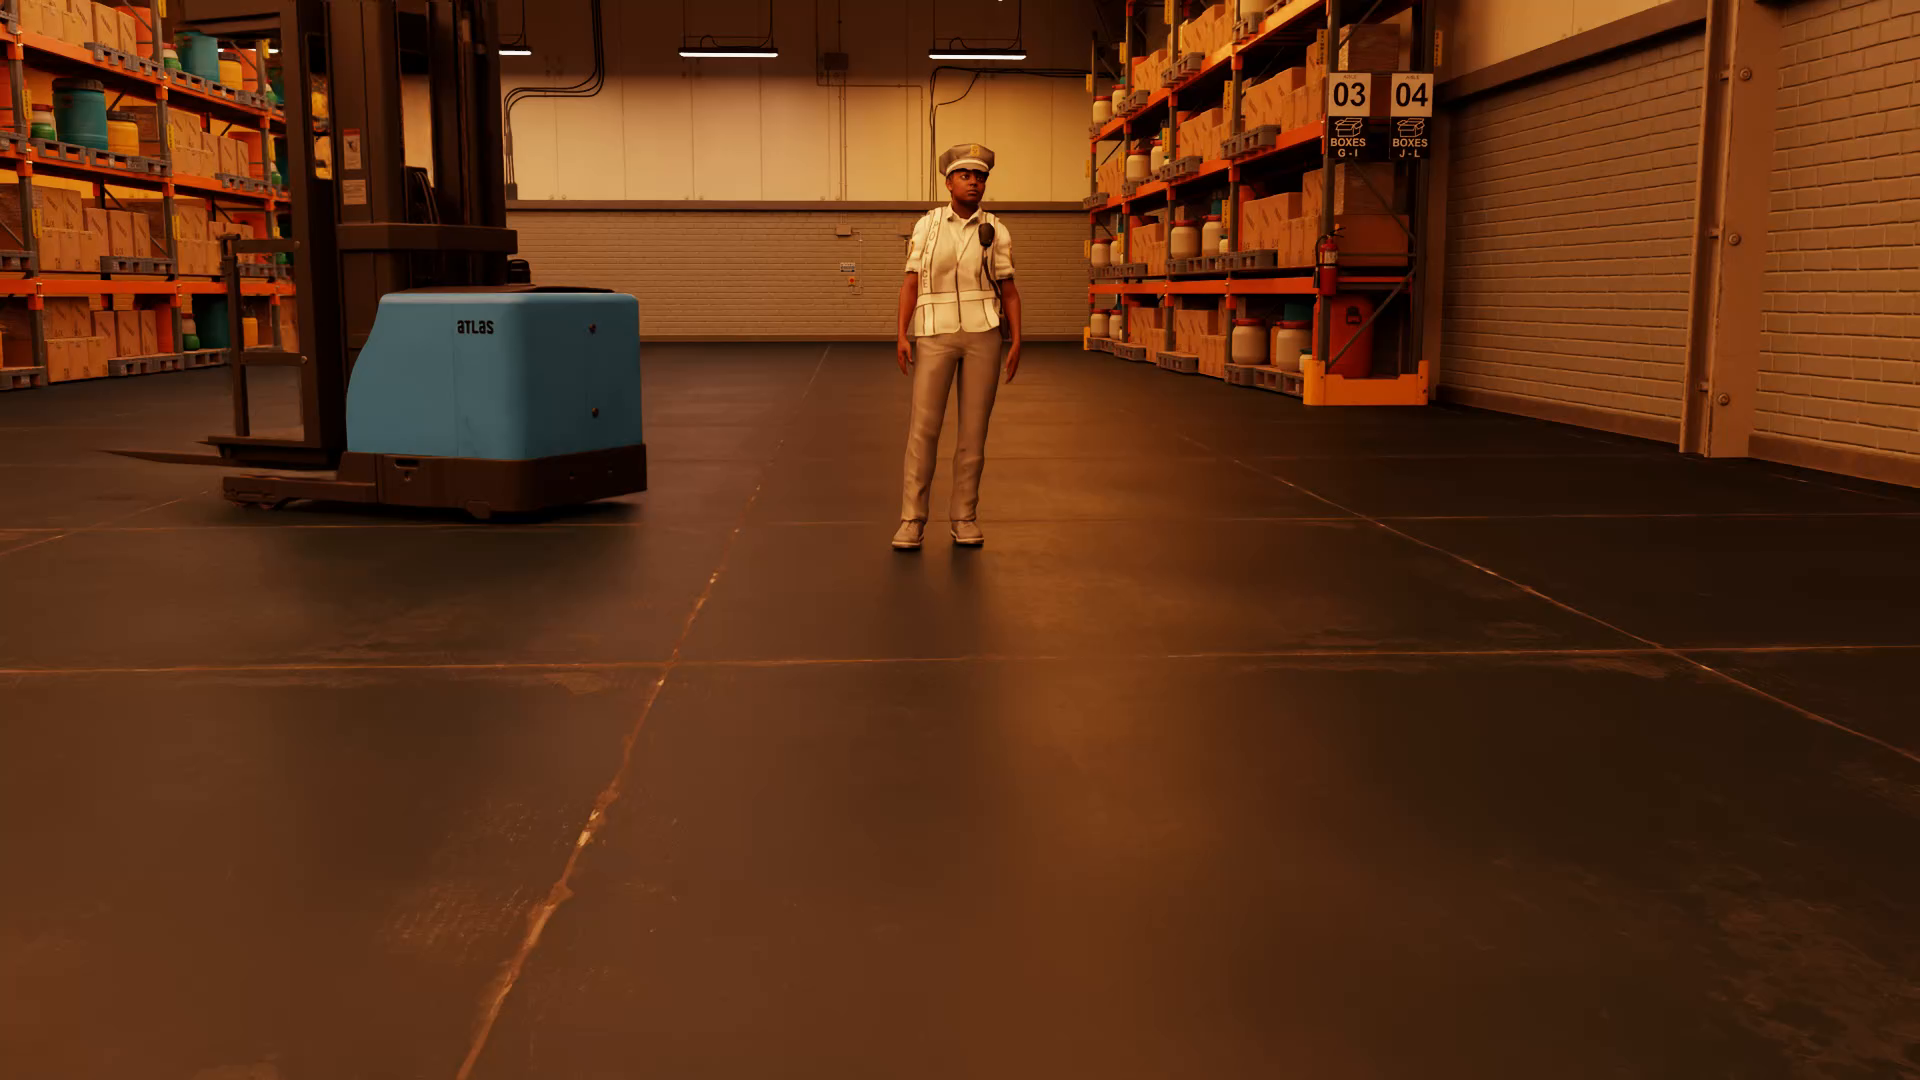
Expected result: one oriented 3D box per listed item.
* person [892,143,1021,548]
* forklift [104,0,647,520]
[{"bbox_3d":[-0.015,-0.834,7.109,0.570,1.697,0.528,-1,8,-4],"label":"person"},{"bbox_3d":[-3.167,-1.667,8.559,3.031,2.935,1.130,4,9,25],"label":"forklift"}]
